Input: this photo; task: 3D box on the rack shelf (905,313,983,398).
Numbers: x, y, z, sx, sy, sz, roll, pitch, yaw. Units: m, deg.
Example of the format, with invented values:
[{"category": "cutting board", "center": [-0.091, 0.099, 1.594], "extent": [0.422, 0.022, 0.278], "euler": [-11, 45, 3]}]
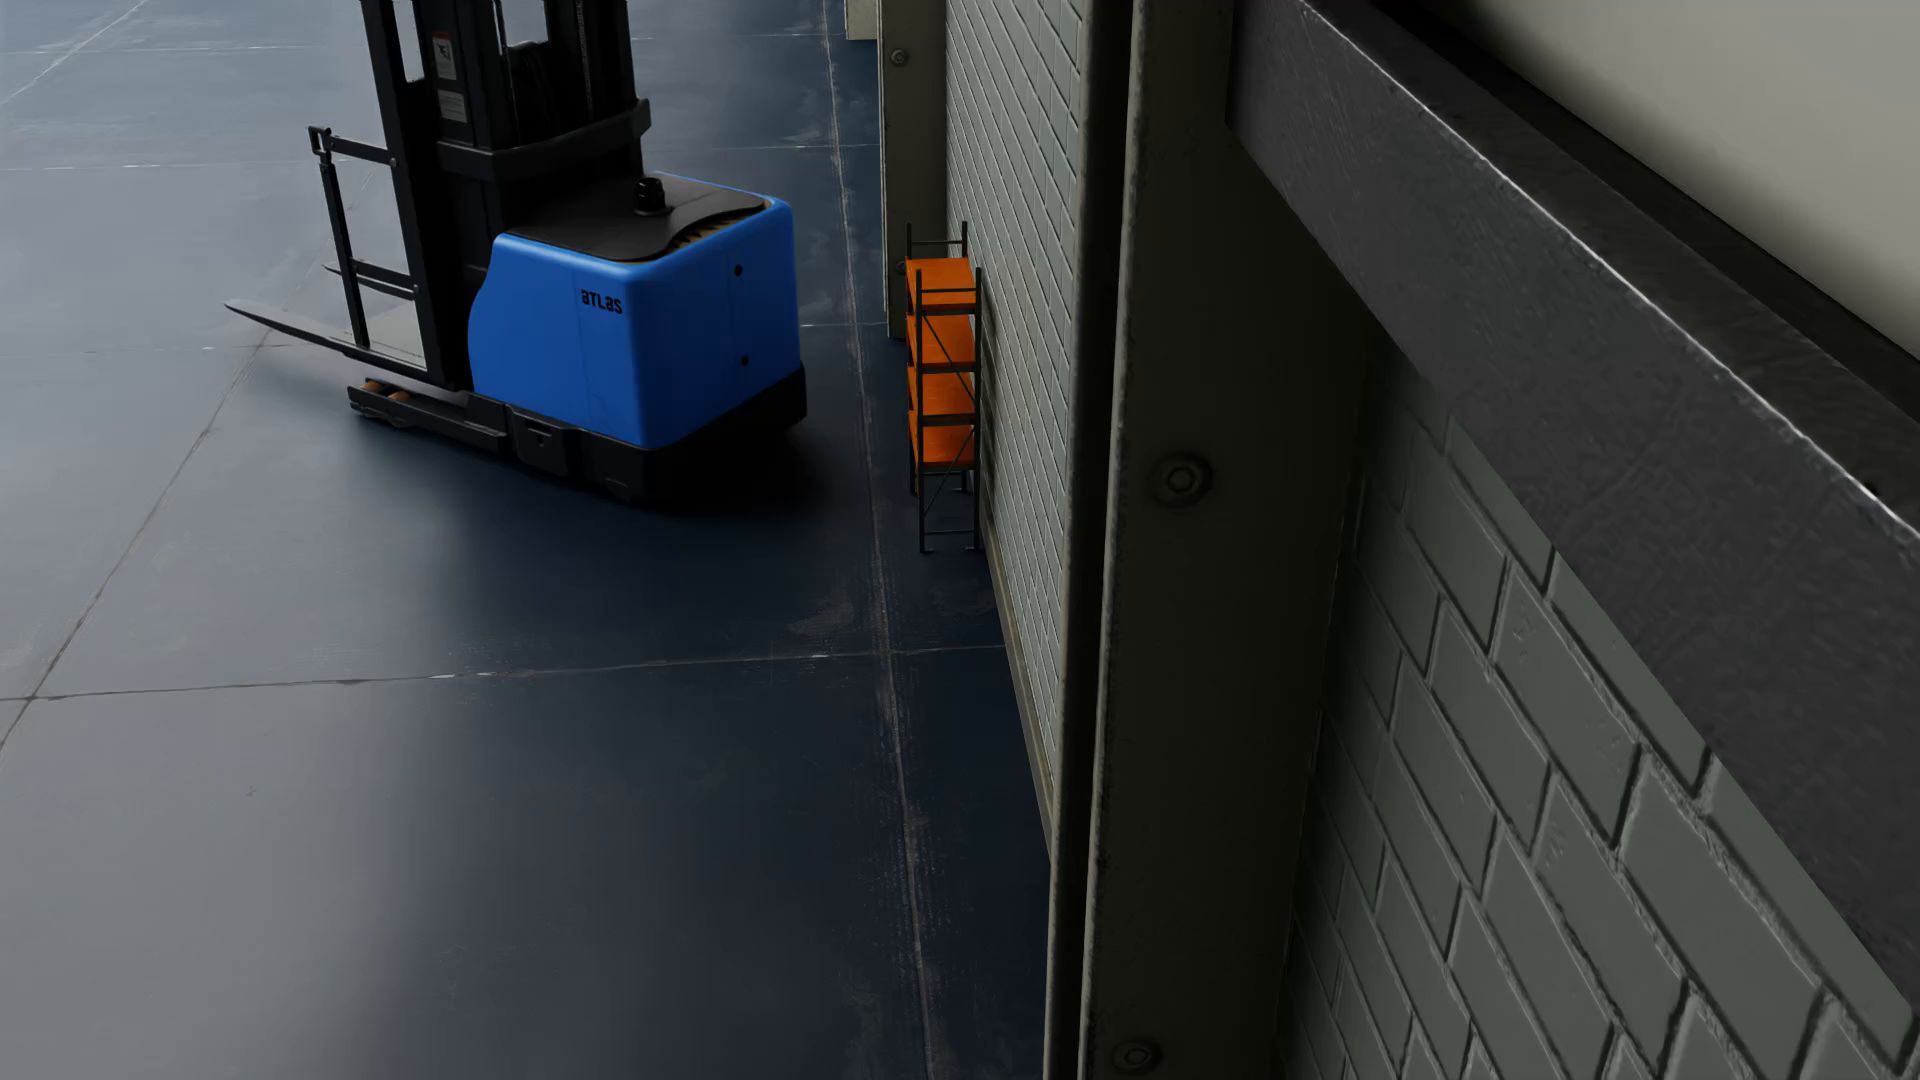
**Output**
[{"category": "rack shelf", "center": [-0.067, -0.733, 6.501], "extent": [0.258, 0.148, 0.480], "euler": [-3, 31, -5]}]

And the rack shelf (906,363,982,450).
[{"category": "rack shelf", "center": [-0.068, -0.540, 6.615], "extent": [0.258, 0.148, 0.480], "euler": [-3, 31, -5]}]

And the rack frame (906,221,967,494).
[{"category": "rack frame", "center": [-0.092, -0.723, 6.789], "extent": [0.240, 1.200, 0.015], "euler": [-3, 31, -5]}]

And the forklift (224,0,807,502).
[{"category": "forklift", "center": [-2.216, -1.978, 7.203], "extent": [3.031, 2.935, 1.130], "euler": [18, 35, 27]}]

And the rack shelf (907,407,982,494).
[{"category": "rack shelf", "center": [-0.068, -0.370, 6.717], "extent": [0.258, 0.148, 0.480], "euler": [-3, 31, -5]}]

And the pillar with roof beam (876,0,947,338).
[{"category": "pillar with roof beam", "center": [-4.515, -4.794, 6.001], "extent": [9.100, 9.000, 0.400], "euler": [-3, 31, -5]}]

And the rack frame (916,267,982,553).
[{"category": "rack frame", "center": [-0.043, -0.474, 6.373], "extent": [0.240, 1.200, 0.015], "euler": [-3, 31, -5]}]

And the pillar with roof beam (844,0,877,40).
[{"category": "pillar with roof beam", "center": [-5.076, -7.858, 11.130], "extent": [9.100, 9.000, 0.400], "euler": [-3, 31, -5]}]

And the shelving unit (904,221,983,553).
[{"category": "shelving unit", "center": [-0.067, -0.598, 6.581], "extent": [0.258, 1.200, 0.503], "euler": [-3, 31, -5]}]

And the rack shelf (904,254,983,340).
[{"category": "rack shelf", "center": [-0.067, -0.936, 6.380], "extent": [0.258, 0.148, 0.480], "euler": [-3, 31, -5]}]
